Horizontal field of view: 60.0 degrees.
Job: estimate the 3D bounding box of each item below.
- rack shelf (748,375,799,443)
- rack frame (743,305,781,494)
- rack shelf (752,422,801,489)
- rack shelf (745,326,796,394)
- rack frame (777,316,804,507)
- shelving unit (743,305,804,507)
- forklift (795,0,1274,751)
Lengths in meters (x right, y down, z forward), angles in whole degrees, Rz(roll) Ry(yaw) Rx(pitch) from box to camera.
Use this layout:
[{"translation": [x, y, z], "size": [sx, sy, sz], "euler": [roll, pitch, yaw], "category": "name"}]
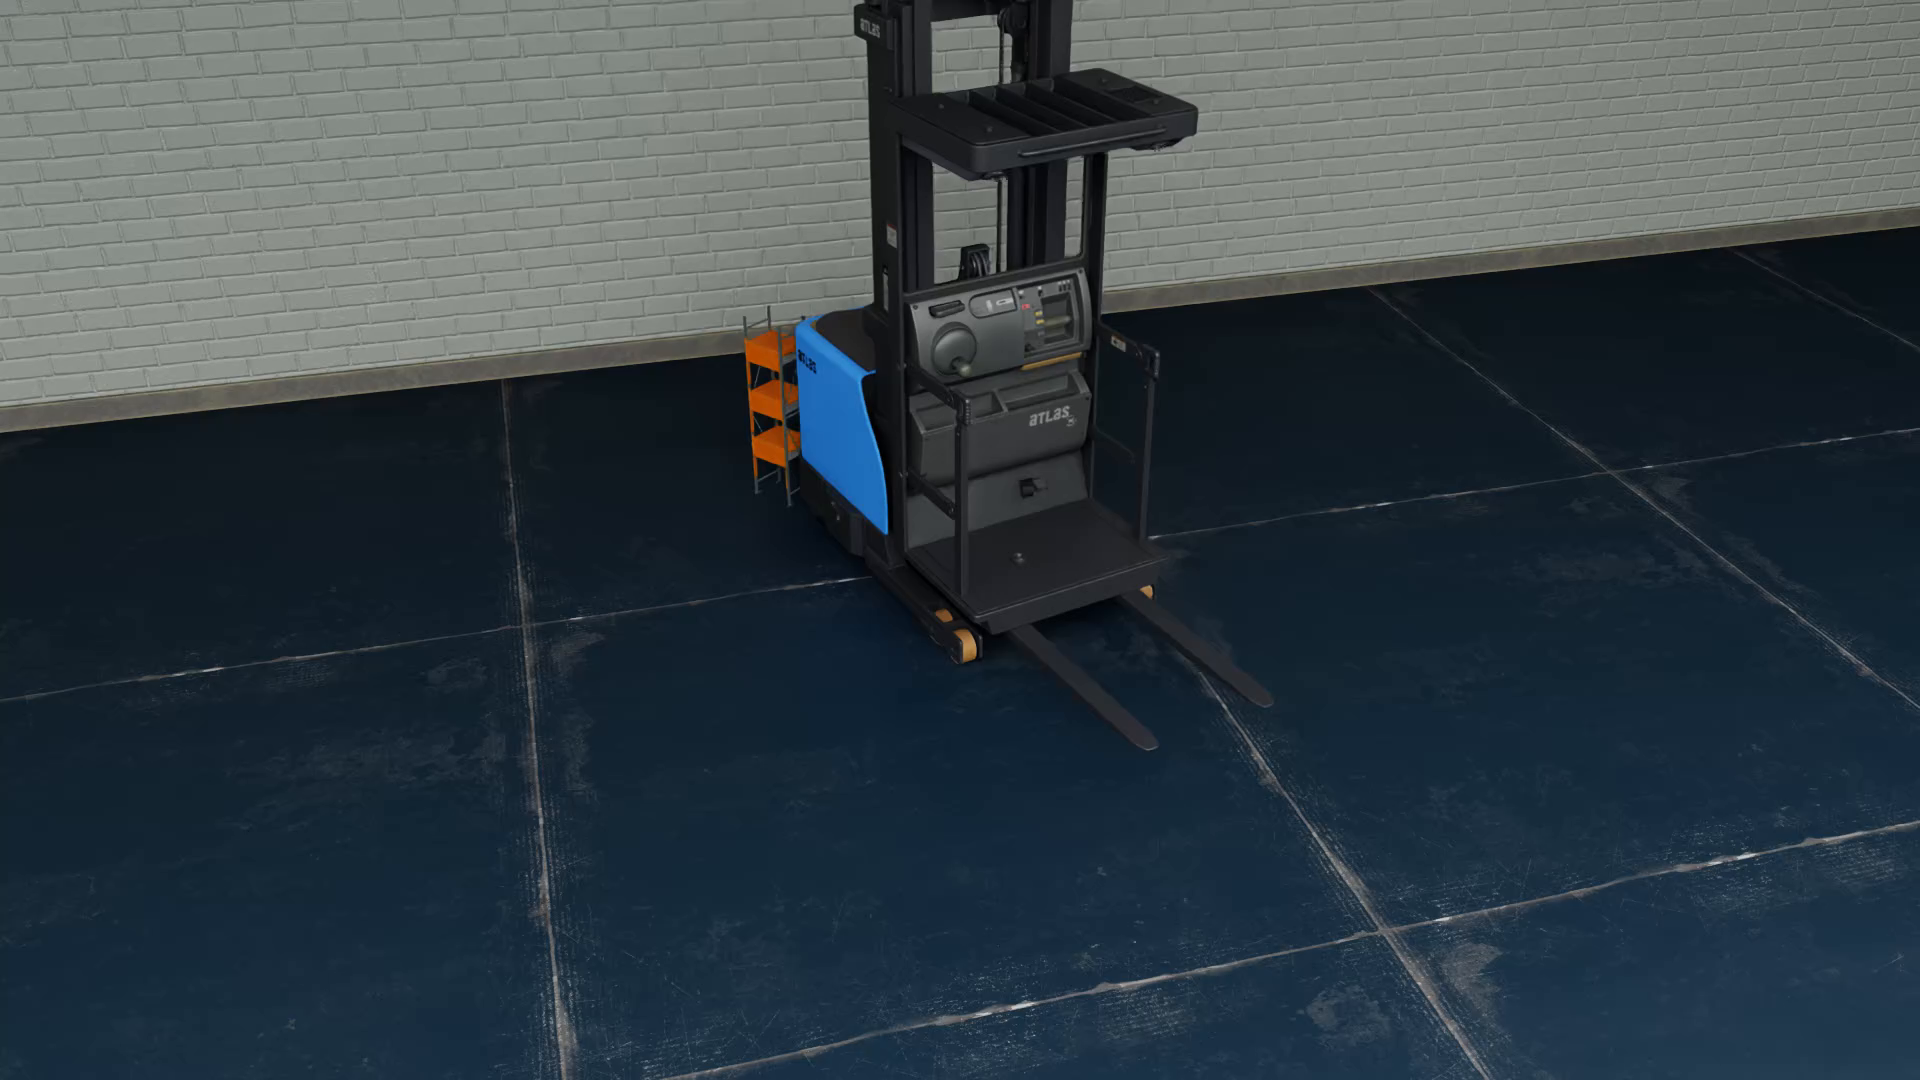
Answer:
[{"translation": [-0.971, -0.703, 8.938], "size": [0.240, 0.259, 0.215], "euler": [21, 36, 32], "category": "rack shelf"}, {"translation": [-1.068, -0.749, 8.996], "size": [0.008, 1.050, 0.200], "euler": [21, 36, 32], "category": "rack frame"}, {"translation": [-0.971, -0.463, 9.076], "size": [0.240, 0.259, 0.215], "euler": [21, 36, 32], "category": "rack shelf"}, {"translation": [-0.972, -0.949, 8.796], "size": [0.240, 0.259, 0.215], "euler": [21, 36, 32], "category": "rack shelf"}, {"translation": [-0.874, -0.676, 8.868], "size": [0.008, 1.050, 0.200], "euler": [21, 36, 32], "category": "rack frame"}, {"translation": [-0.971, -0.713, 8.932], "size": [0.252, 1.050, 0.215], "euler": [21, 36, 32], "category": "shelving unit"}, {"translation": [0.303, -0.953, 7.471], "size": [1.130, 2.935, 3.031], "euler": [-16, 34, -25], "category": "forklift"}]
